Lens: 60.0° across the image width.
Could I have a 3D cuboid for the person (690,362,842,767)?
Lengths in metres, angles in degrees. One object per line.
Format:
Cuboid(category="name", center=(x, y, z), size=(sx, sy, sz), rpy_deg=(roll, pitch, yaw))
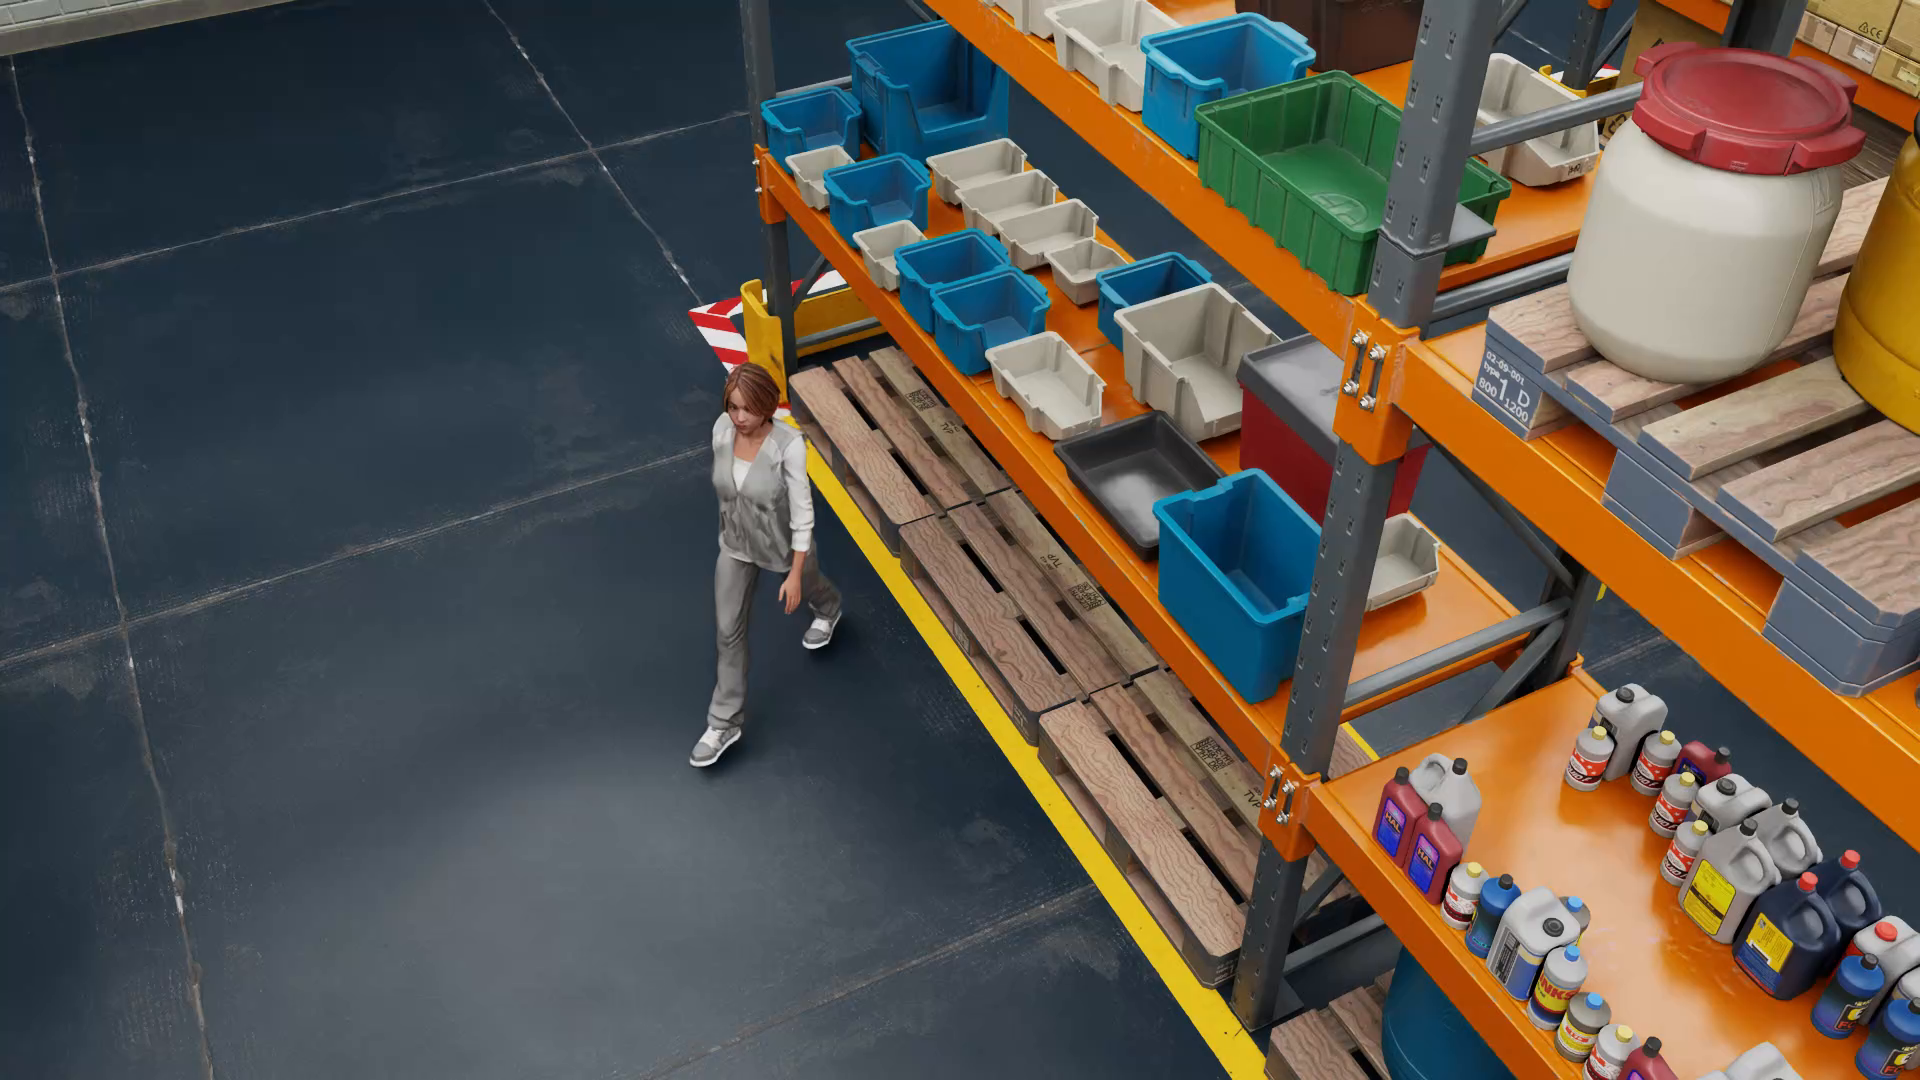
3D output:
Cuboid(category="person", center=(-0.729, 0.029, 6.121), size=(0.448, 1.528, 0.988), rpy_deg=(11, 43, 12))
